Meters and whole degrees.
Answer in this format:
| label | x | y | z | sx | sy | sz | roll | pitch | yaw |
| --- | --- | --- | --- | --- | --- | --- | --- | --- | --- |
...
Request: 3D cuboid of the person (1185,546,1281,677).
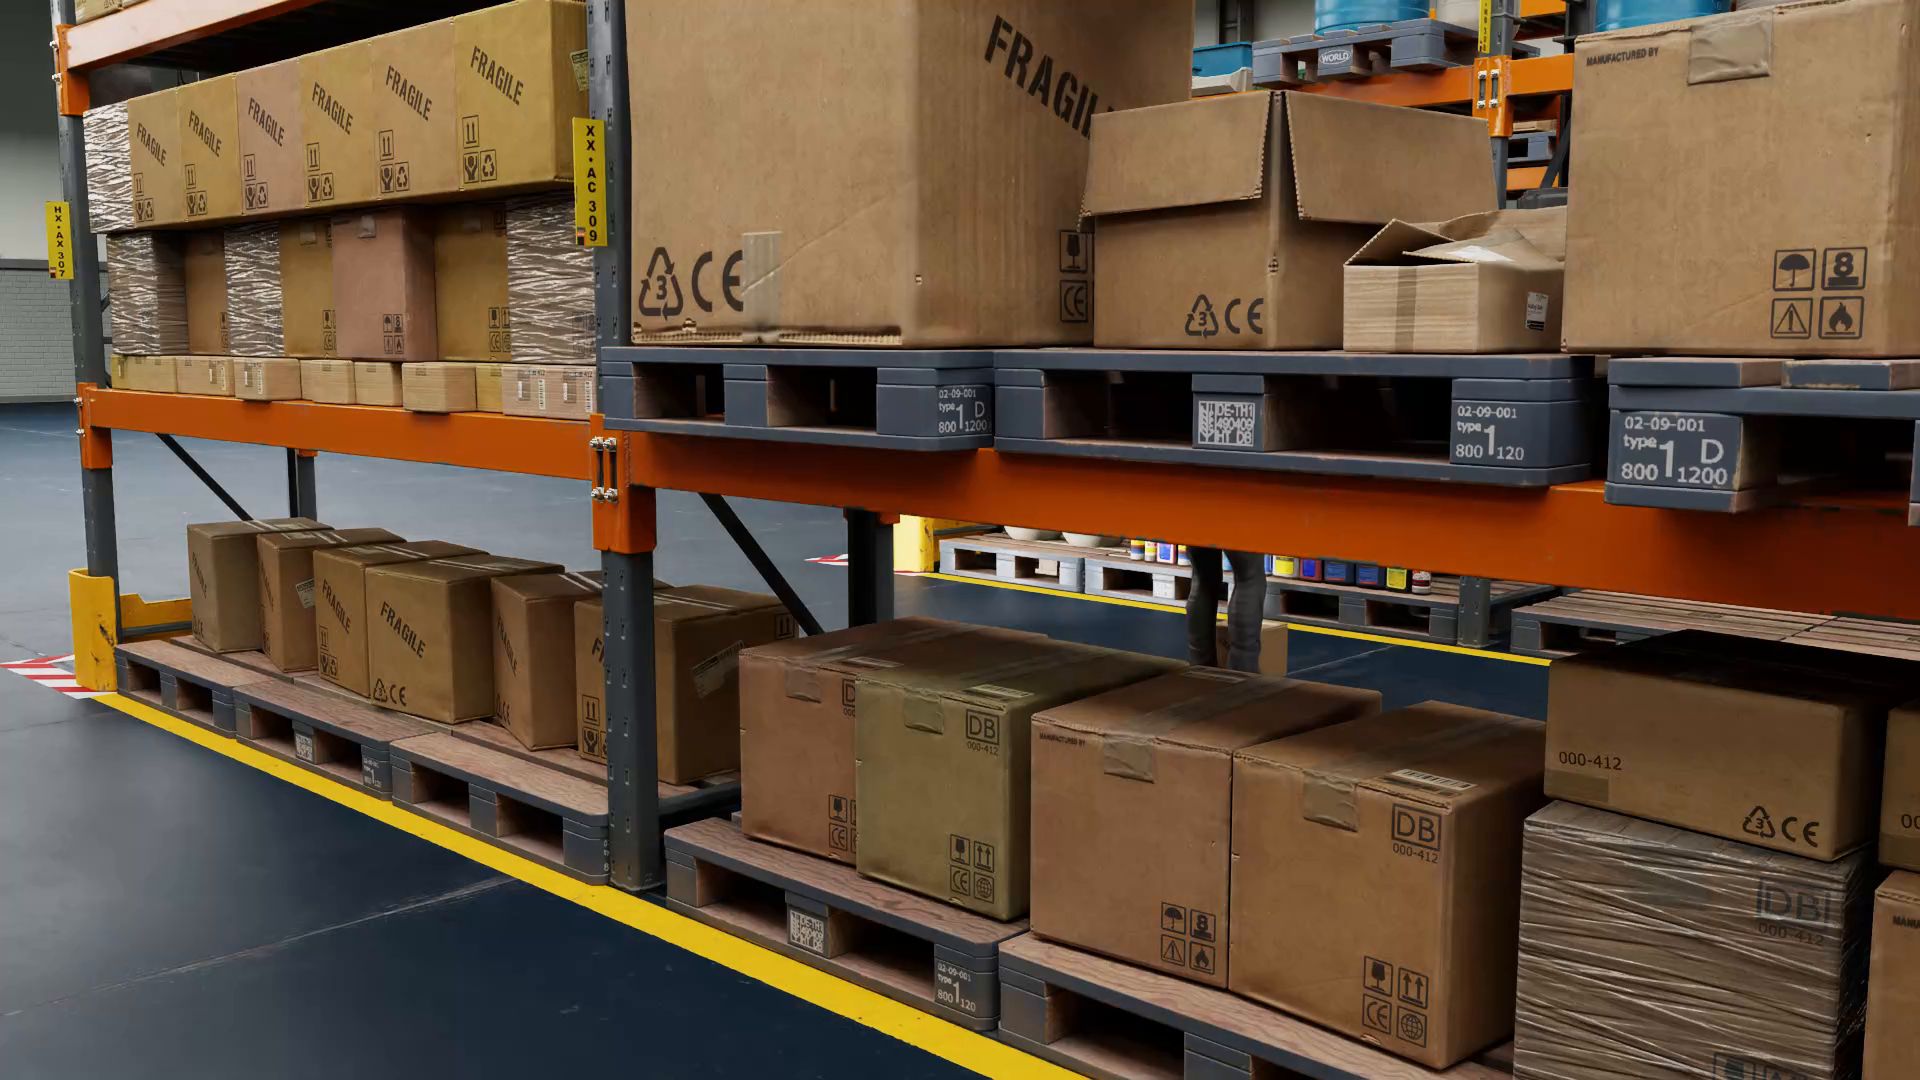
| label | x | y | z | sx | sy | sz | roll | pitch | yaw |
| --- | --- | --- | --- | --- | --- | --- | --- | --- | --- |
| person | 1.155 | -0.178 | 7.209 | 0.520 | 1.653 | 0.402 | 6 | 9 | 40 |
